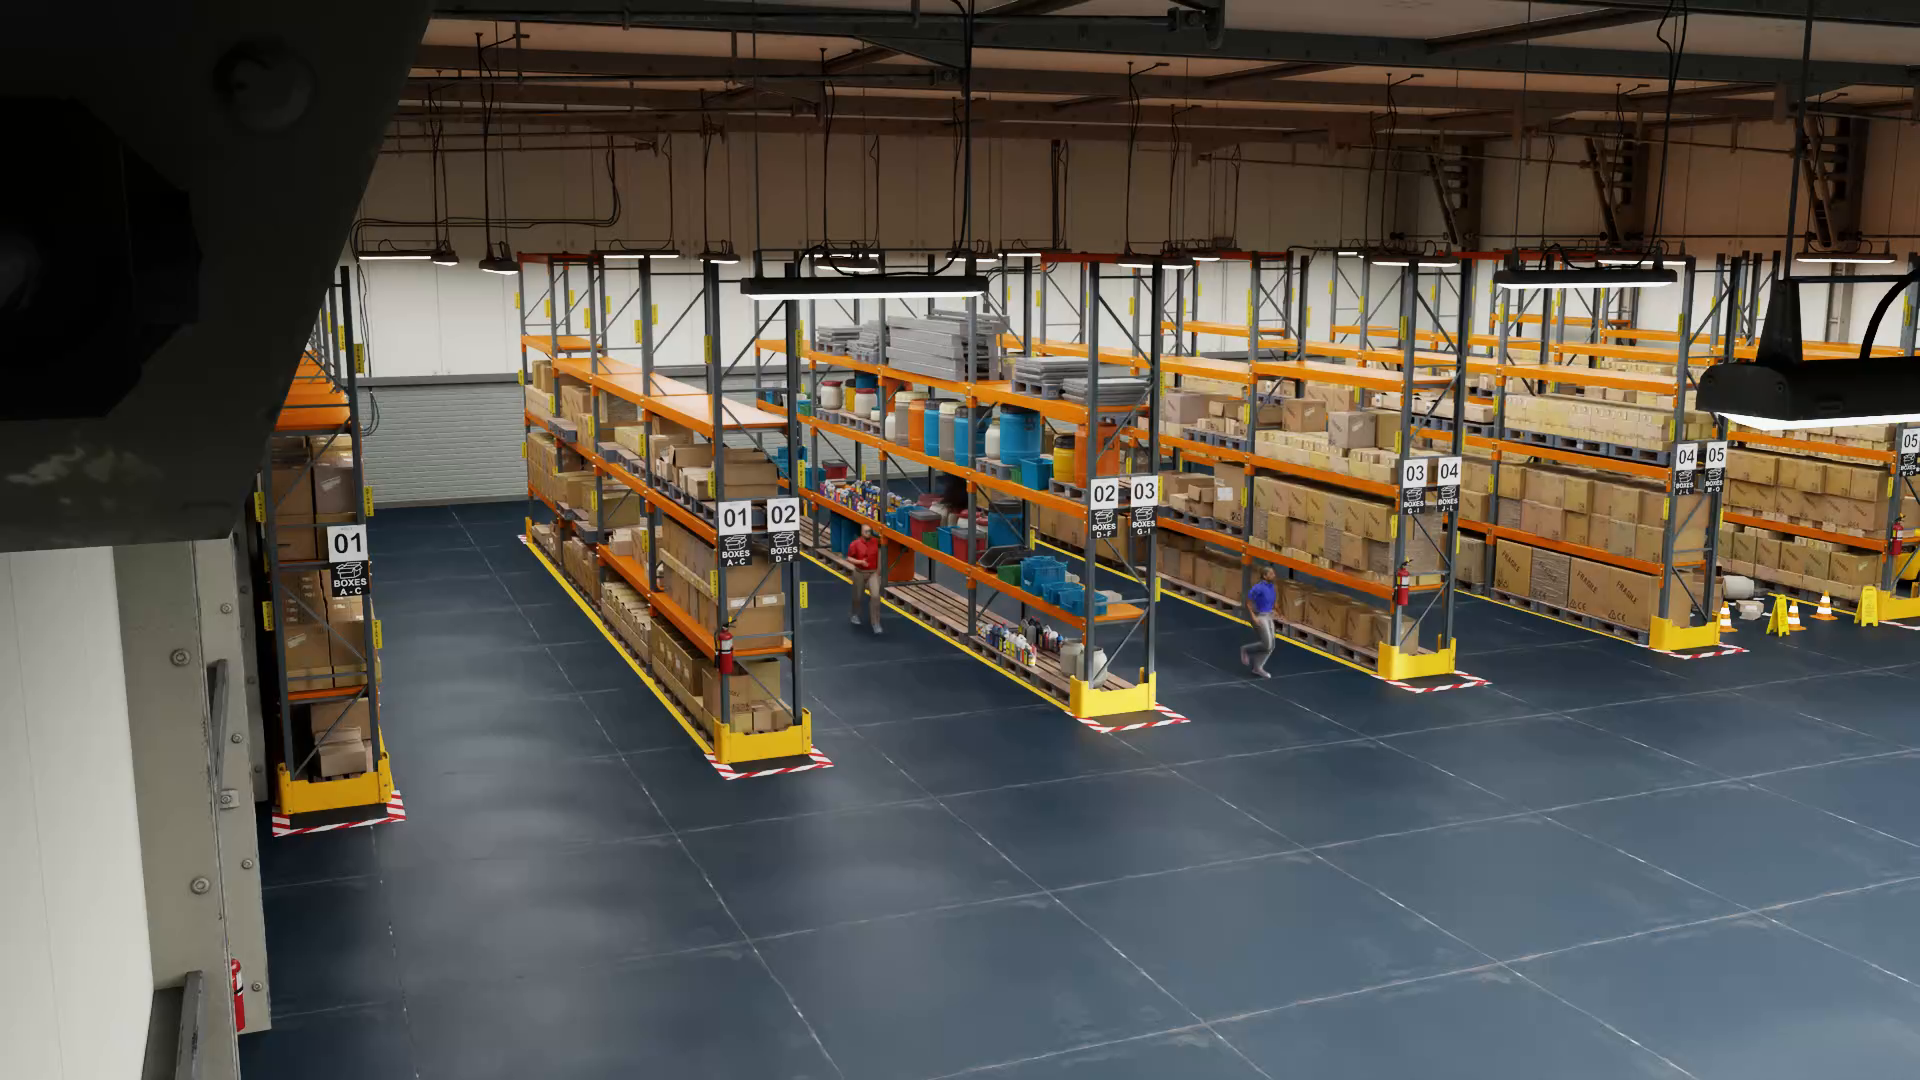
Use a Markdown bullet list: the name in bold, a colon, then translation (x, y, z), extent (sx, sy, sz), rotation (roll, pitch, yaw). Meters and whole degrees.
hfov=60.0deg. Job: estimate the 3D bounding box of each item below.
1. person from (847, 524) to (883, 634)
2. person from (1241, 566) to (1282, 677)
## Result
- **person**: translation (-1.557, 0.597, 26.982), extent (0.608, 1.767, 0.909), rotation (-4, 11, -20)
- **person**: translation (4.398, 1.171, 24.229), extent (0.547, 1.613, 0.588), rotation (9, 13, 39)
